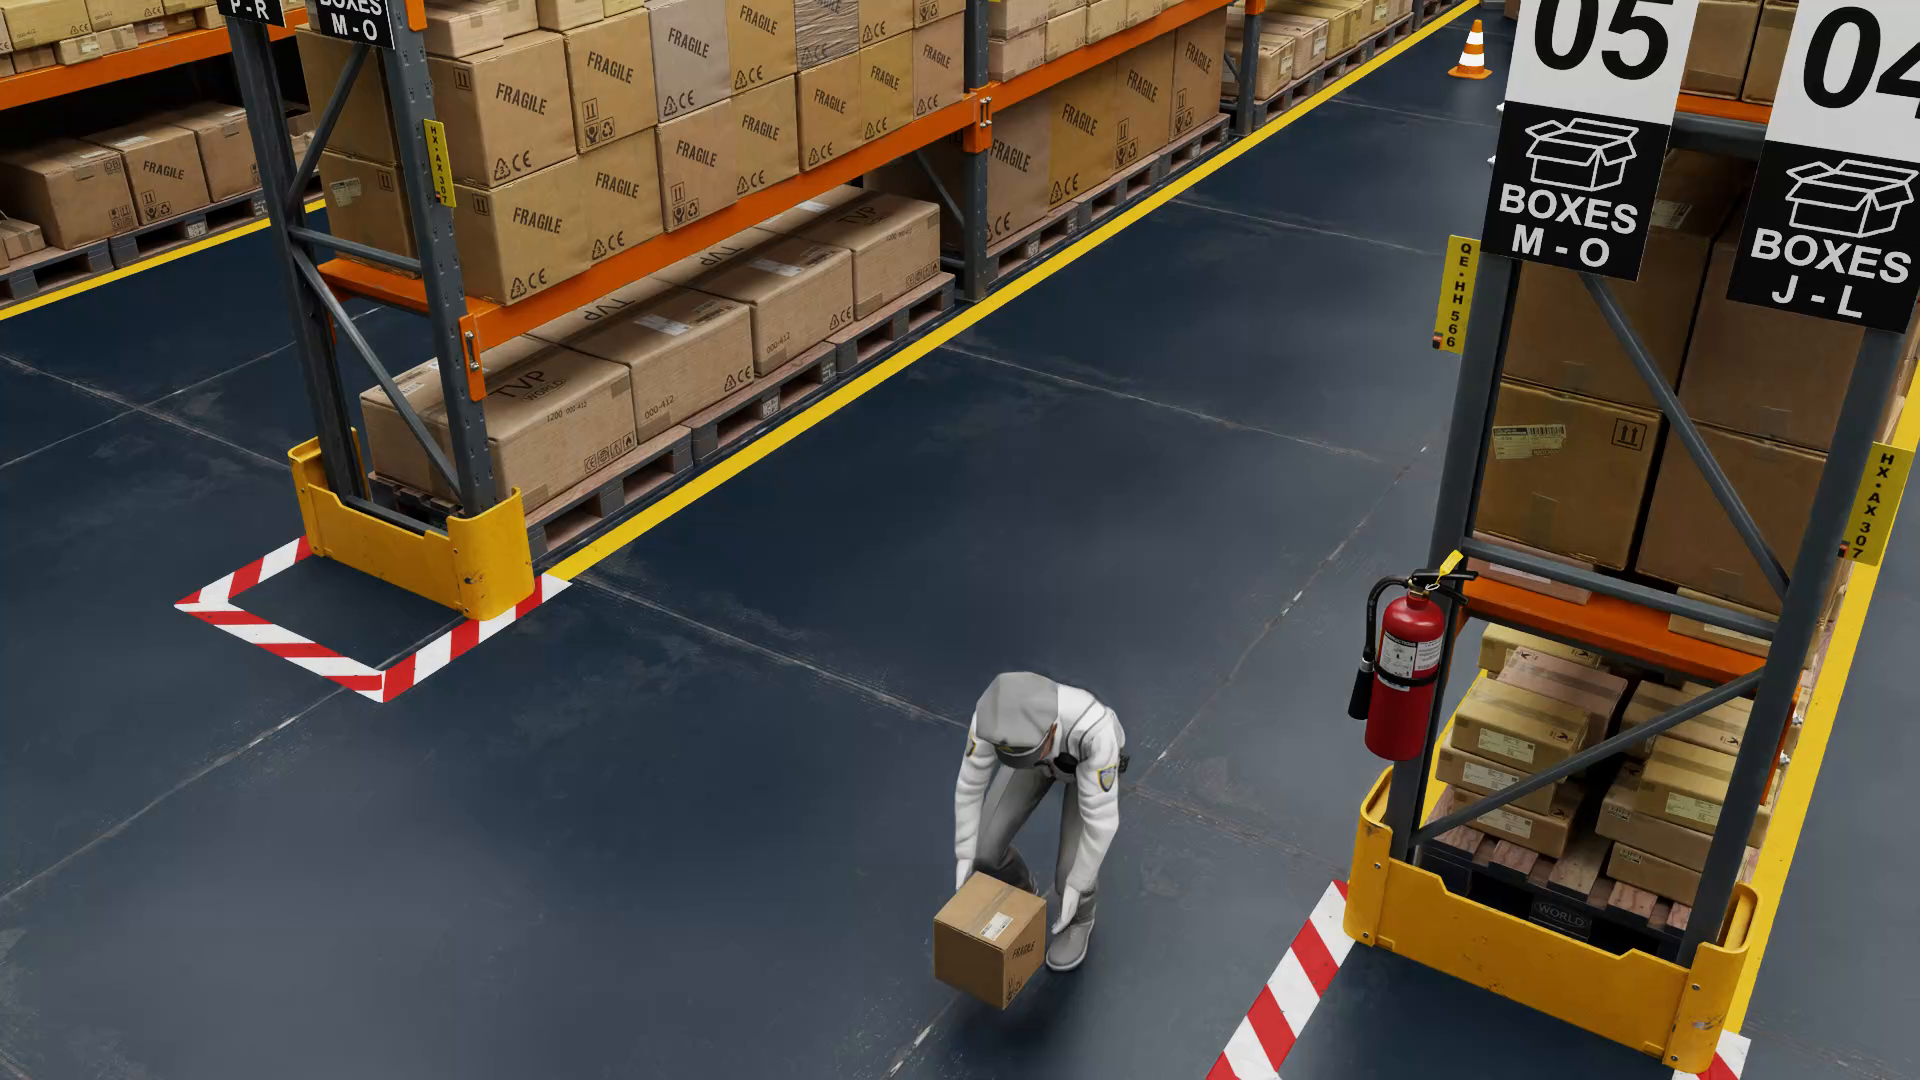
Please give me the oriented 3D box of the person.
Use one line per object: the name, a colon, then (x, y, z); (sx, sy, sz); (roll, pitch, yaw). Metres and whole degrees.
person: (0.278, 0.822, 5.193); (0.527, 1.213, 0.780); (14, 33, 22)
